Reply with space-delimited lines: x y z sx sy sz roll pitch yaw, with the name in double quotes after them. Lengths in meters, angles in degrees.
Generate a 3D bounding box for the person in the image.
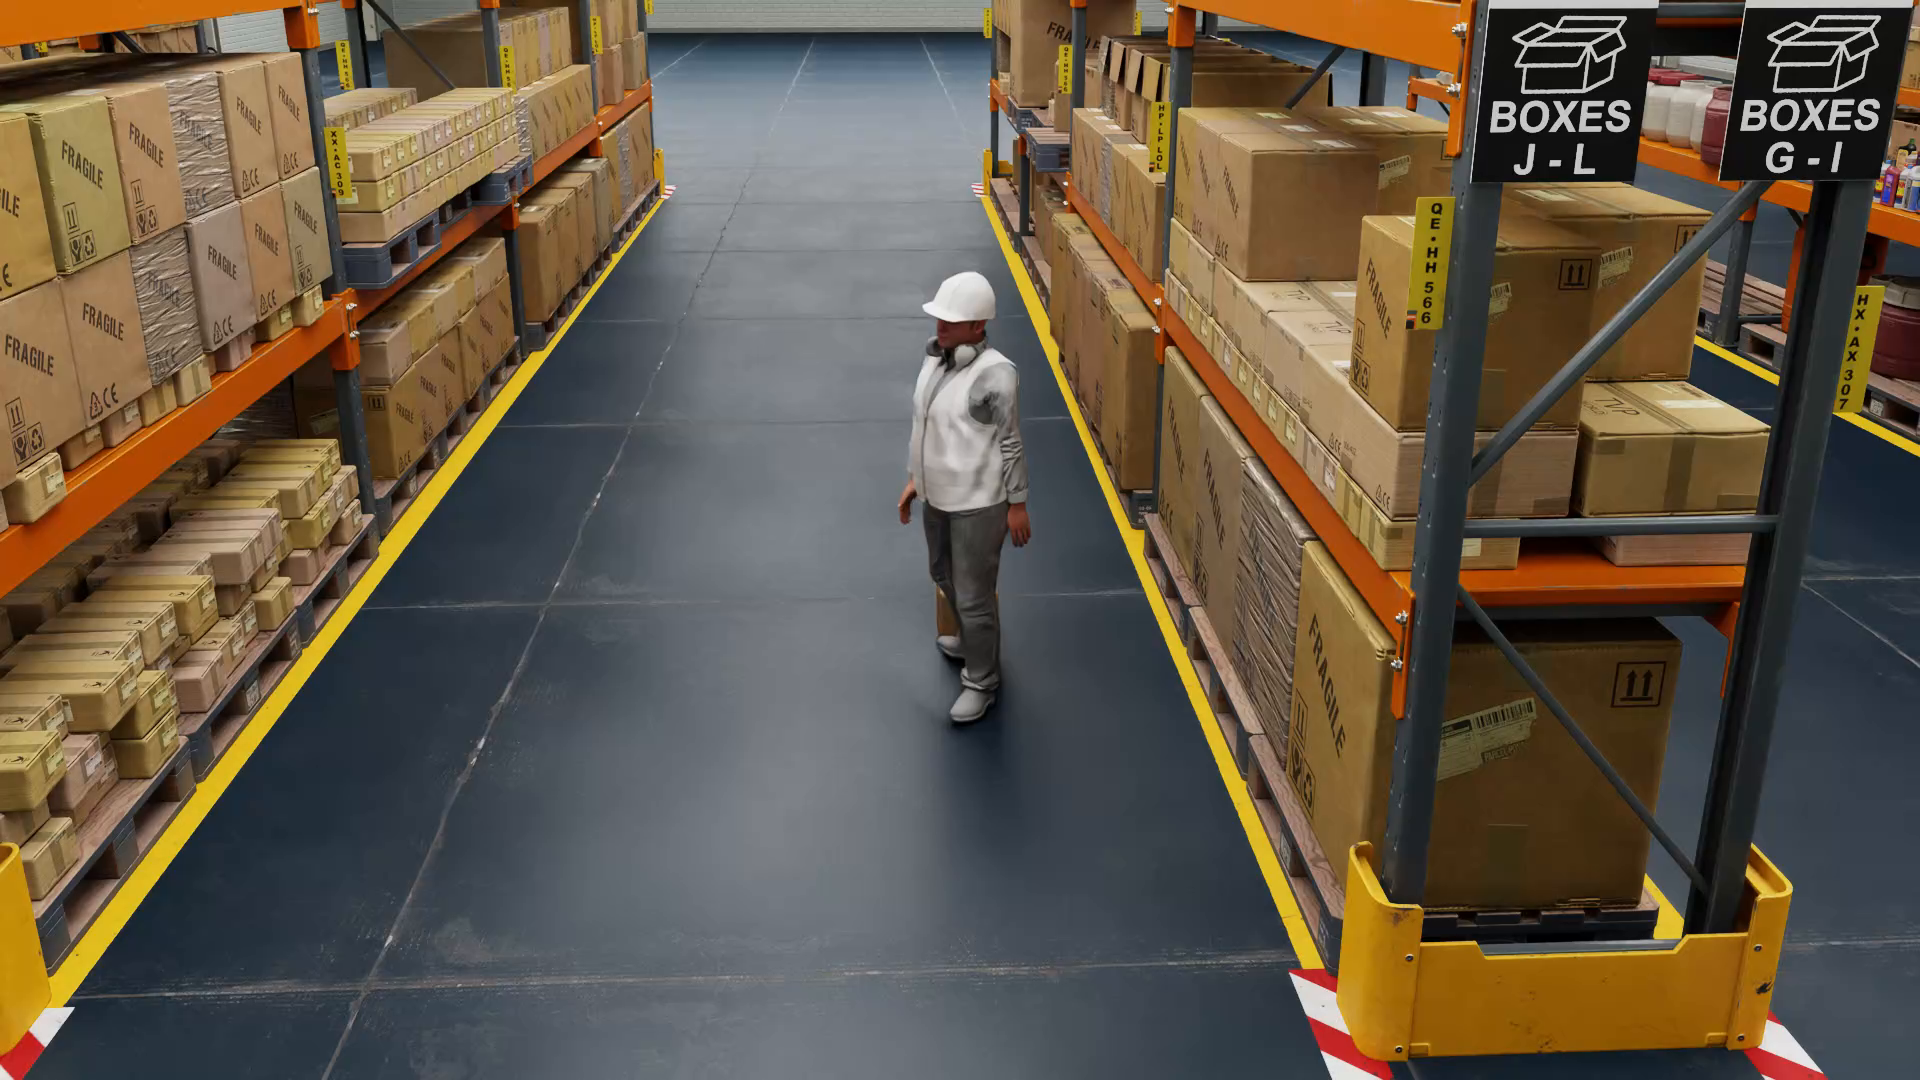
0.004 -0.213 6.608 0.491 1.766 0.709 -12 23 -29 "person"
